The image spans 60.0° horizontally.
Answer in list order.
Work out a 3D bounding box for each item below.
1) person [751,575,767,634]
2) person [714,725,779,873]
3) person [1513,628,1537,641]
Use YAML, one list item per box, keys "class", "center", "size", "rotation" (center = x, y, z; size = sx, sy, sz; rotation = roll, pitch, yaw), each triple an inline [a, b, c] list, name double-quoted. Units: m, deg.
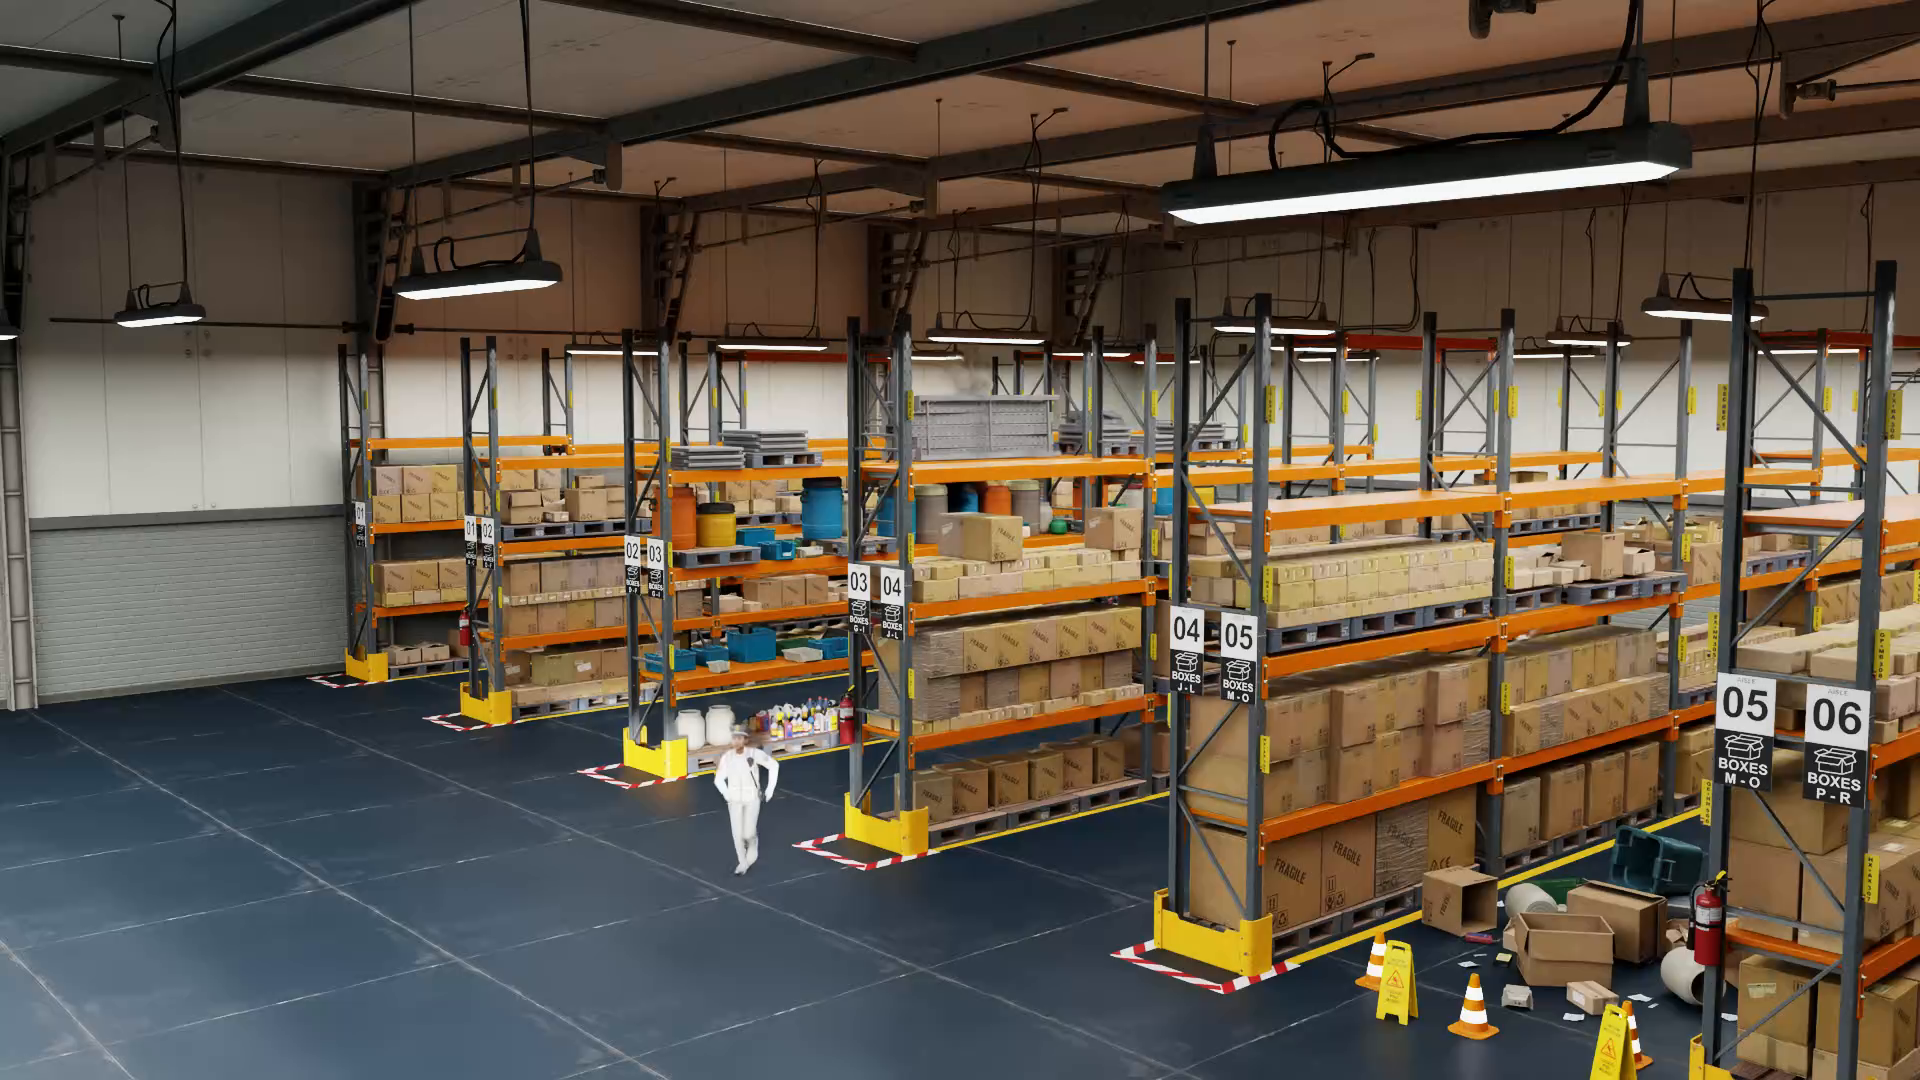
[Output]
- class: "person"
  center: [-3.899, 1.487, 32.171]
  size: [0.570, 1.604, 0.606]
  rotation: [-5, 7, -44]
- class: "person"
  center: [-2.273, 2.758, 17.595]
  size: [0.633, 1.652, 0.736]
  rotation: [1, 5, 7]
- class: "person"
  center: [8.484, 2.083, 24.952]
  size: [0.693, 1.717, 0.759]
  rotation: [-5, 7, -41]
